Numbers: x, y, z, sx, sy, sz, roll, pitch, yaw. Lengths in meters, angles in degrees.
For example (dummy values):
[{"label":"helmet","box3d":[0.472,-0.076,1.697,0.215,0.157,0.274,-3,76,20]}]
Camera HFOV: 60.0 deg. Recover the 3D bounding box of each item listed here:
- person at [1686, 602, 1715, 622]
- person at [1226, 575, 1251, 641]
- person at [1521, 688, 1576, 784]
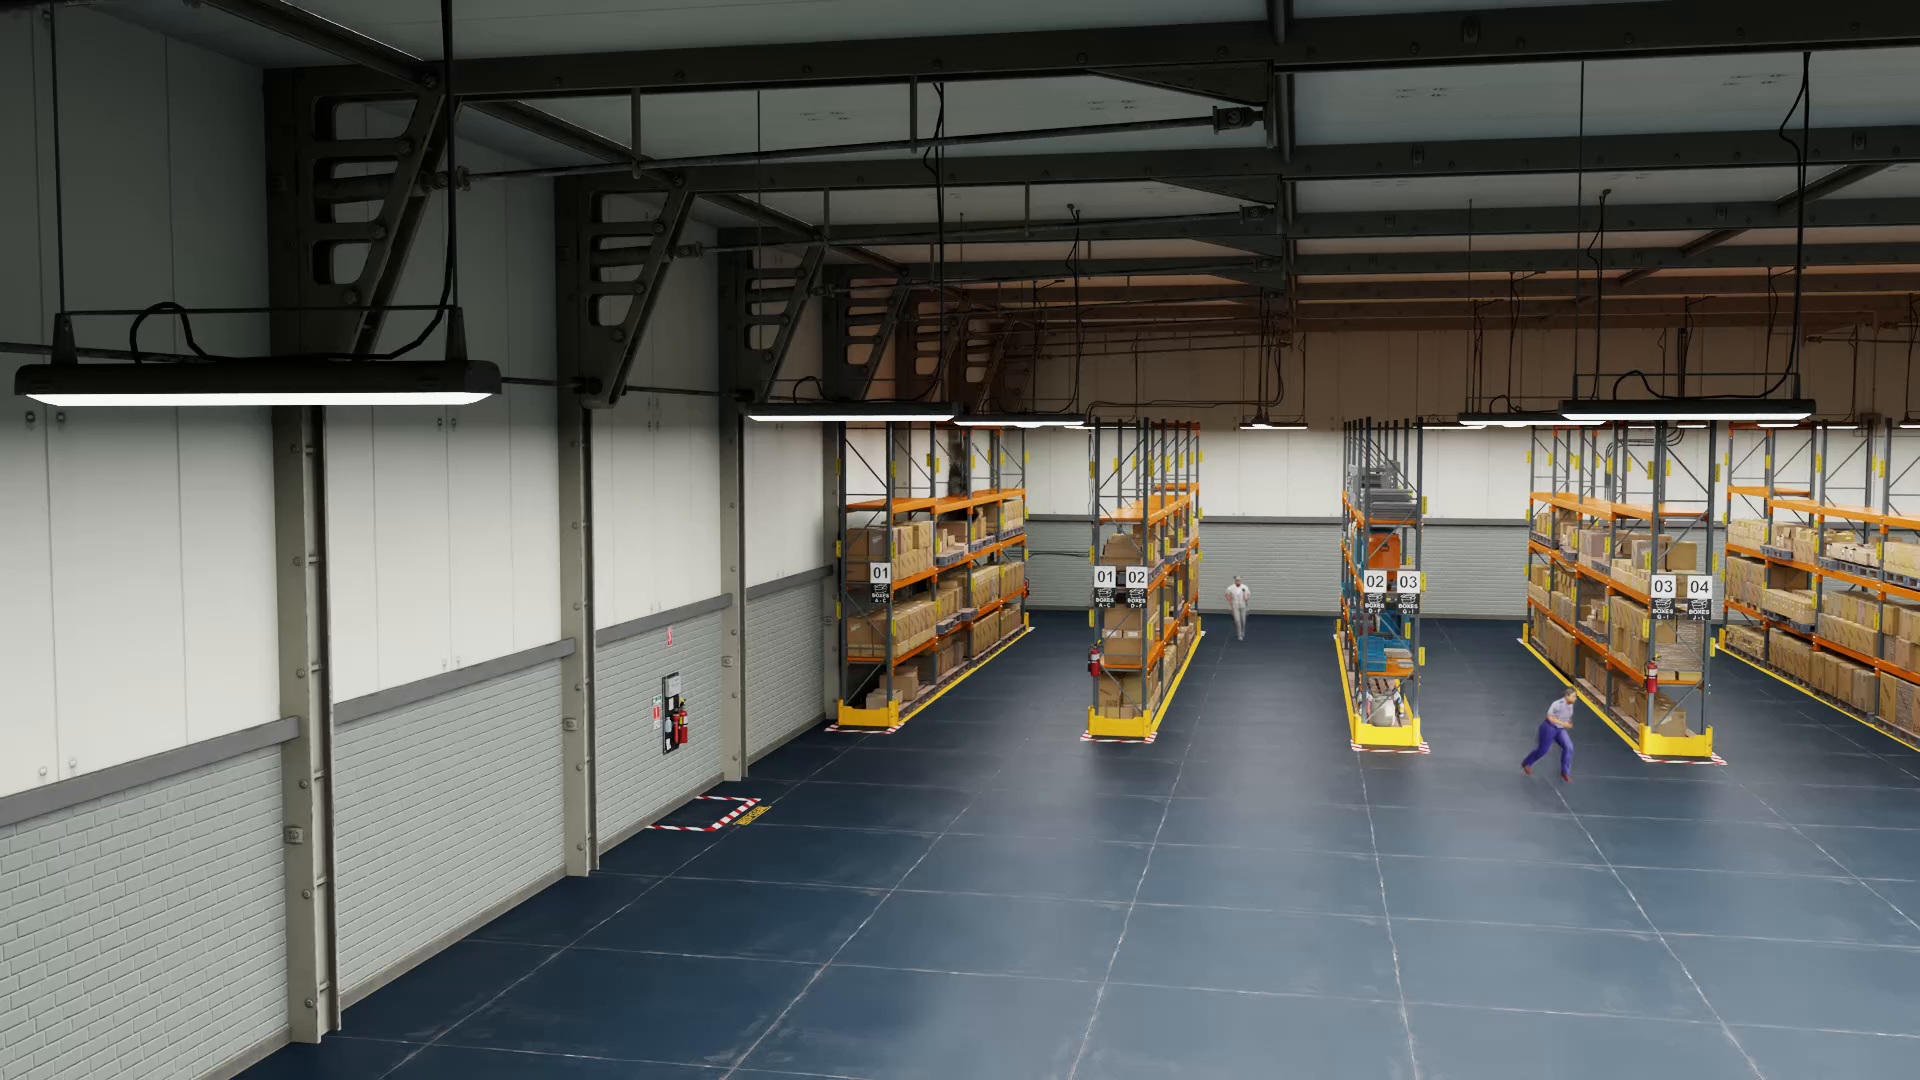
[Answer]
[{"label":"person","box3d":[18.569,2.130,41.774,0.729,1.838,0.989,1,4,17]},{"label":"person","box3d":[7.699,1.859,45.977,0.667,1.804,0.873,0,4,1]},{"label":"person","box3d":[9.718,3.200,27.415,0.649,1.598,0.959,-3,5,-39]}]
